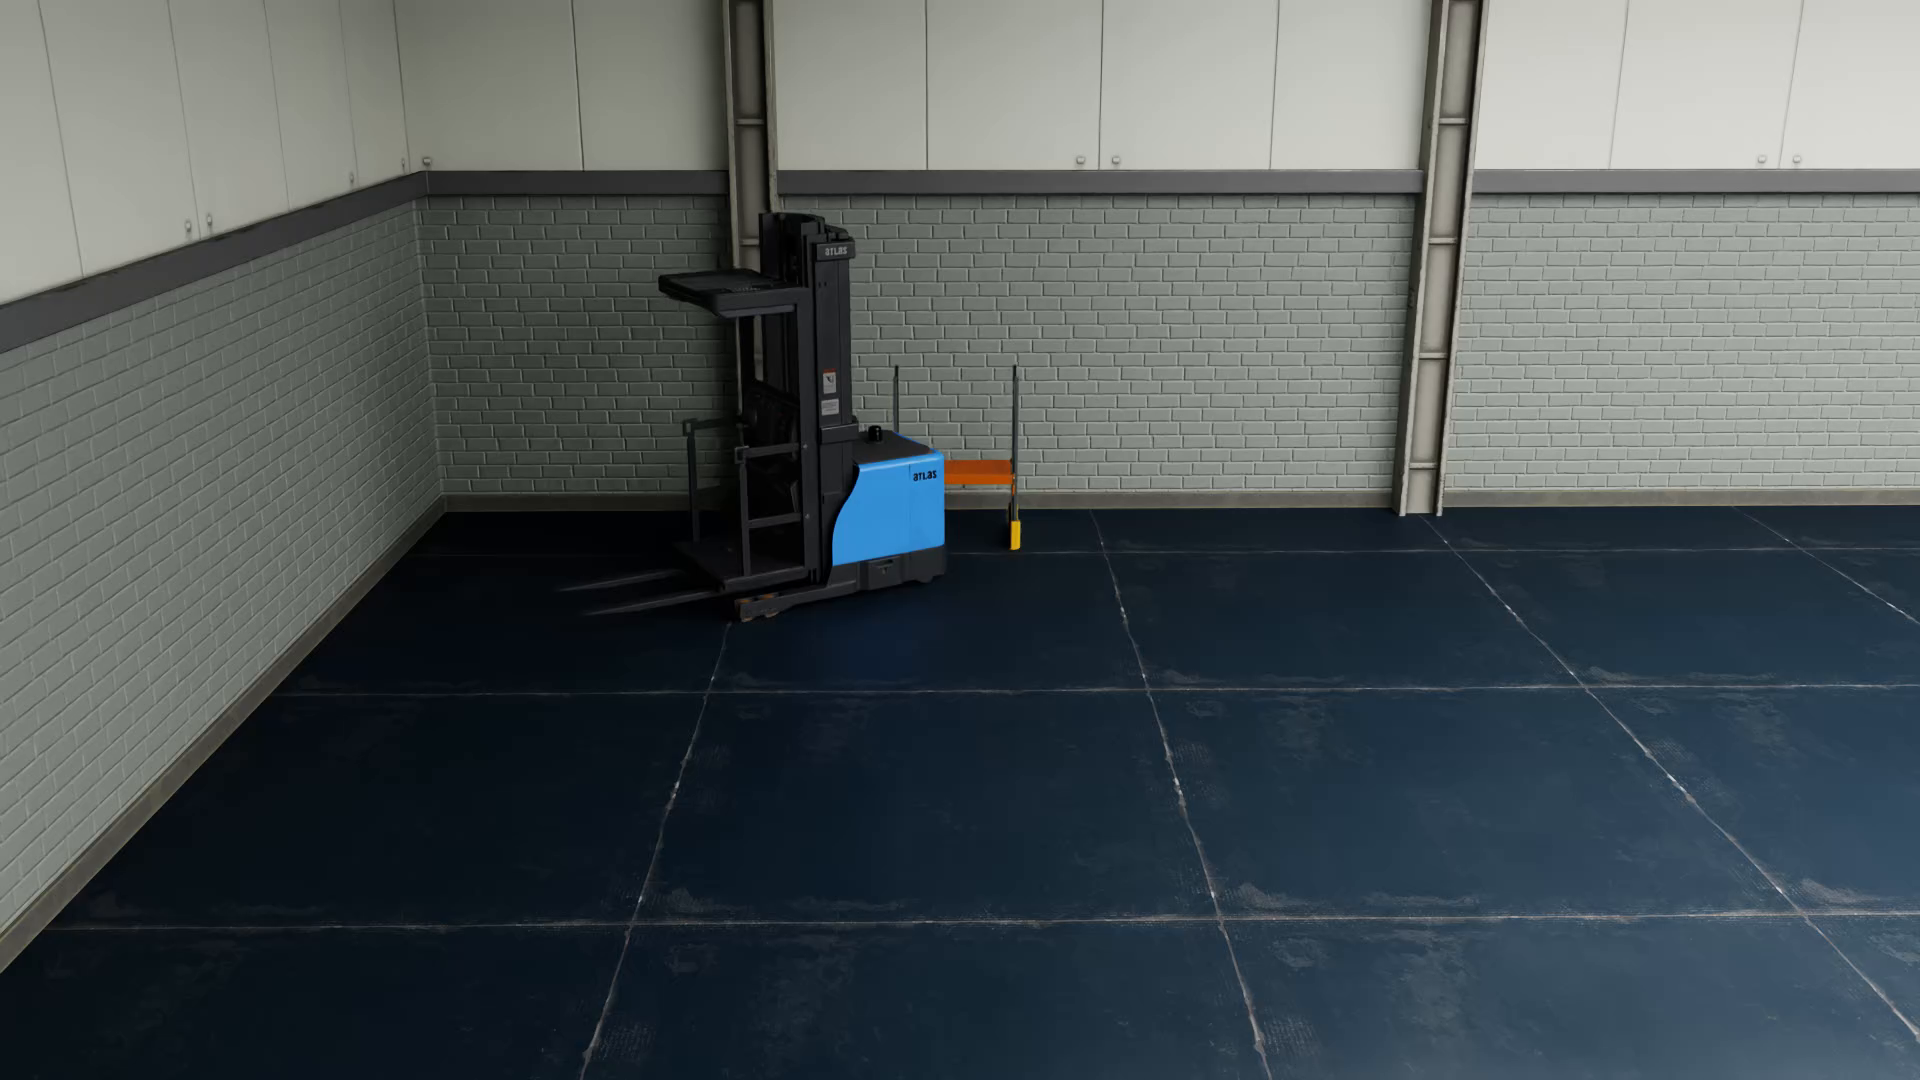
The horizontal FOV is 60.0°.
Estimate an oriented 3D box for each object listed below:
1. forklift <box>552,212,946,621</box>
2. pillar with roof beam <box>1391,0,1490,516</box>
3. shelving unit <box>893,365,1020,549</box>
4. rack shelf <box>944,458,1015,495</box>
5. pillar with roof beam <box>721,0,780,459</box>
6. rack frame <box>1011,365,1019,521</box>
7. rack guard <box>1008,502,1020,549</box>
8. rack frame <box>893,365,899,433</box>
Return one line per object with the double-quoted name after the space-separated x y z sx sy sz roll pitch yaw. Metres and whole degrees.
-1.639 -0.961 12.746 3.031 2.935 1.130 -10 21 -29 "forklift"
4.287 -3.239 9.913 0.400 9.000 9.100 0 18 -1 "pillar with roof beam"
-0.028 -0.722 14.342 1.083 1.500 0.587 0 18 -1 "shelving unit"
-0.037 -0.550 14.397 1.000 0.185 0.538 0 18 -1 "rack shelf"
-1.712 -3.210 9.822 0.400 9.000 9.100 0 18 -1 "pillar with roof beam"
0.471 -0.723 14.347 0.032 1.500 0.500 0 18 -1 "rack frame"
0.470 -0.128 14.538 0.087 0.250 0.587 0 18 -1 "rack guard"
-0.546 -0.720 14.337 0.032 1.500 0.500 0 18 -1 "rack frame"
